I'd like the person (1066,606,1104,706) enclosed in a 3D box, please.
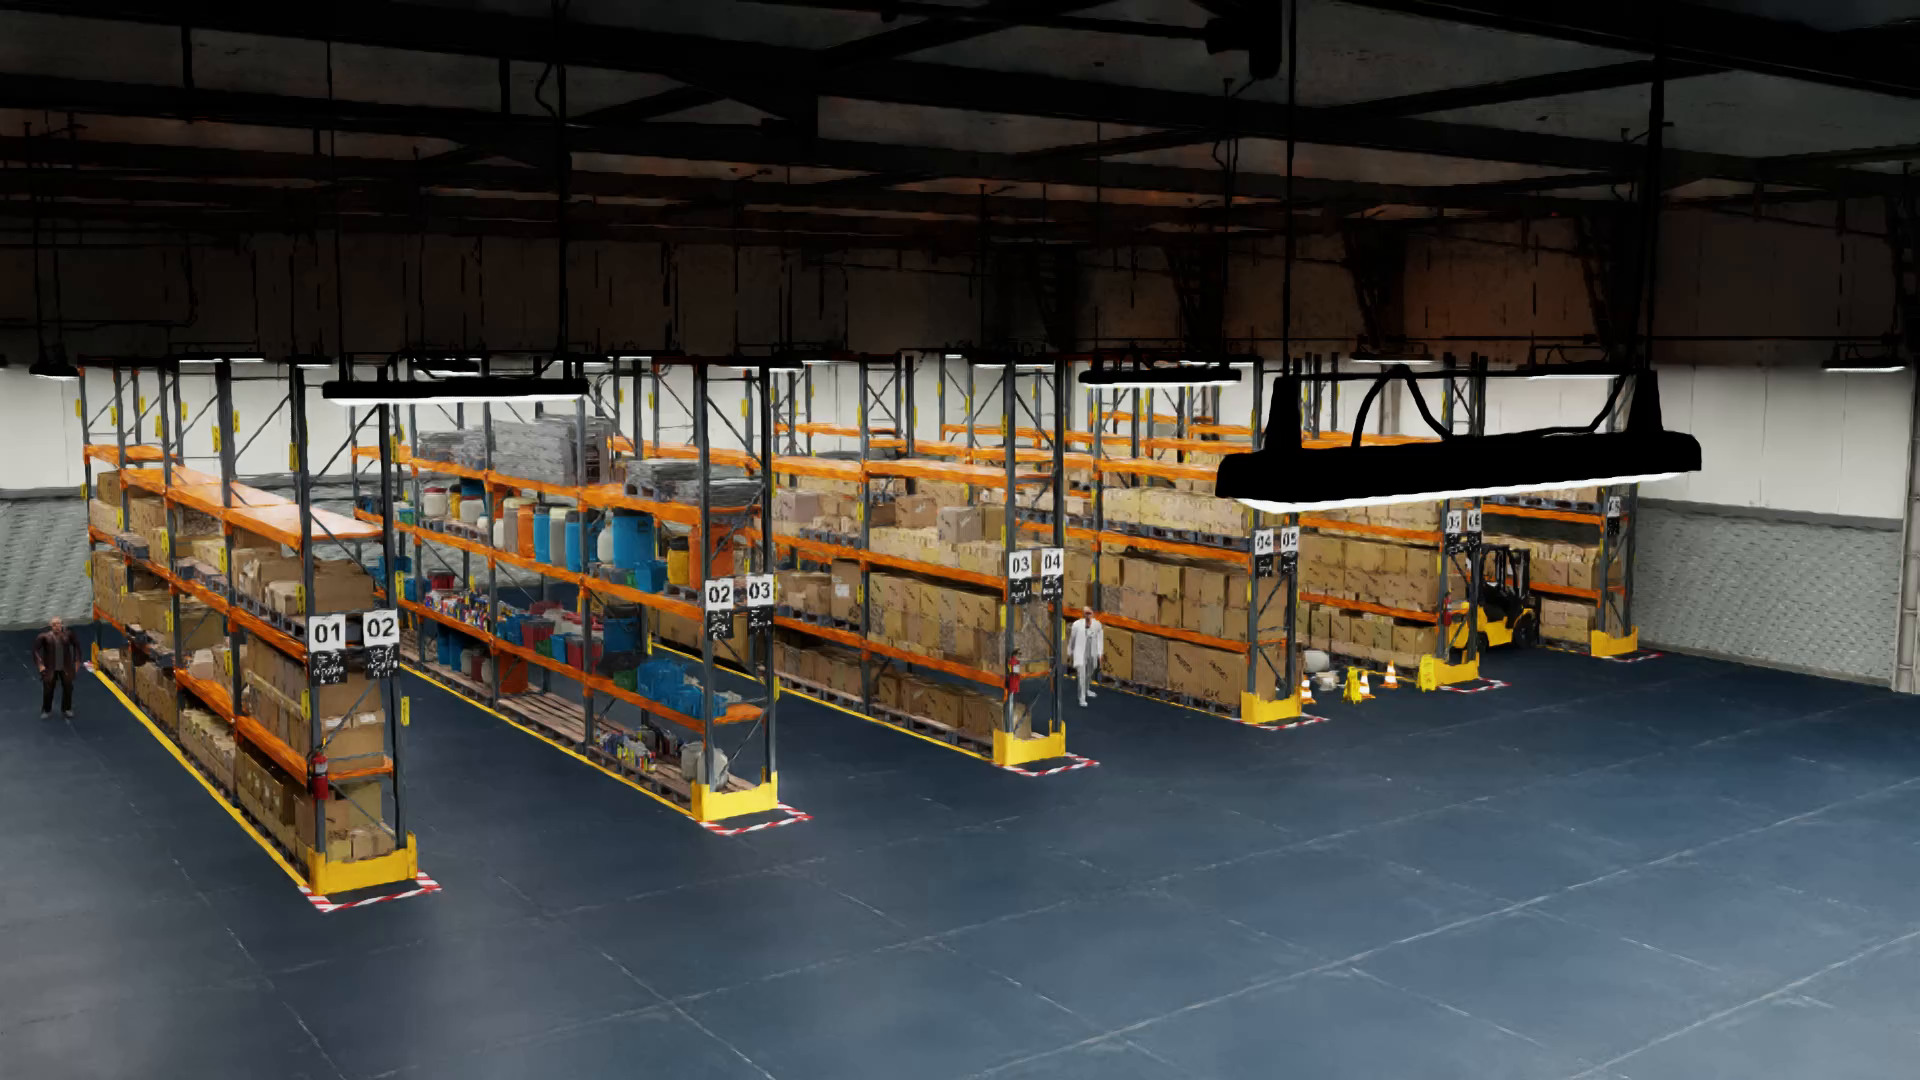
[{"bbox_3d":[2.191,1.982,28.894,0.633,1.727,1.044,-2,7,-14],"label":"person"}]

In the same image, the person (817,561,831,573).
[{"bbox_3d":[-3.423,0.340,42.495,0.631,1.714,0.544,3,8,26],"label":"person"}]

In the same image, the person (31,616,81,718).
[{"bbox_3d":[-15.089,2.113,27.789,0.729,1.733,0.546,-5,9,-37],"label":"person"}]
